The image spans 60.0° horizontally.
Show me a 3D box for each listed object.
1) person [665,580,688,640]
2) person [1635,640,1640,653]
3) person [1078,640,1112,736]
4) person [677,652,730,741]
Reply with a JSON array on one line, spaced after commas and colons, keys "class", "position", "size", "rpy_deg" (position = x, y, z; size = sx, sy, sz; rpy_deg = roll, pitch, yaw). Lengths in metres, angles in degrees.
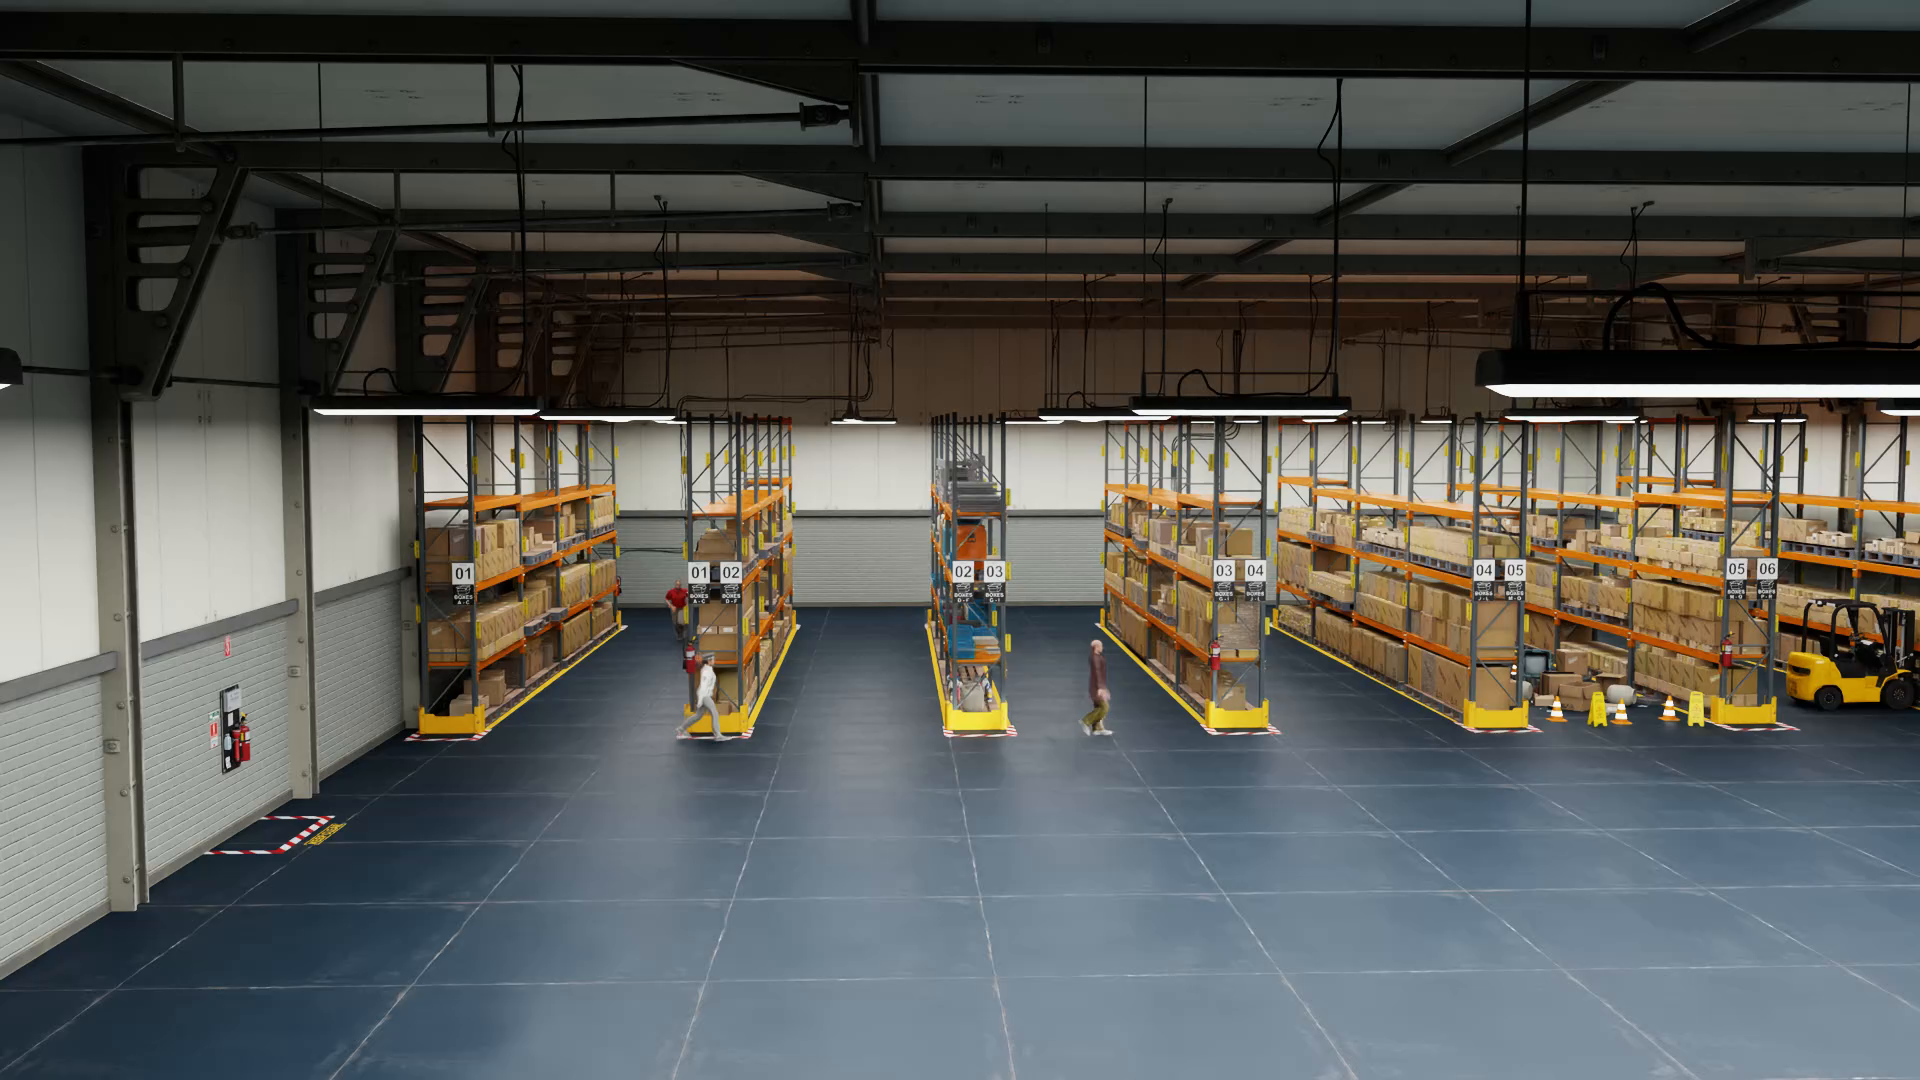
[{"class": "person", "position": [-7.532, 1.882, 44.498], "size": [0.627, 1.638, 0.737], "rpy_deg": [0, 4, 6]}, {"class": "person", "position": [17.020, 2.066, 41.398], "size": [0.470, 1.687, 0.502], "rpy_deg": [-1, 4, -18]}, {"class": "person", "position": [2.495, 2.731, 30.694], "size": [0.666, 1.771, 0.604], "rpy_deg": [0, 4, -7]}, {"class": "person", "position": [-4.675, 2.839, 30.236], "size": [1.023, 1.624, 0.498], "rpy_deg": [0, 4, 3]}]
